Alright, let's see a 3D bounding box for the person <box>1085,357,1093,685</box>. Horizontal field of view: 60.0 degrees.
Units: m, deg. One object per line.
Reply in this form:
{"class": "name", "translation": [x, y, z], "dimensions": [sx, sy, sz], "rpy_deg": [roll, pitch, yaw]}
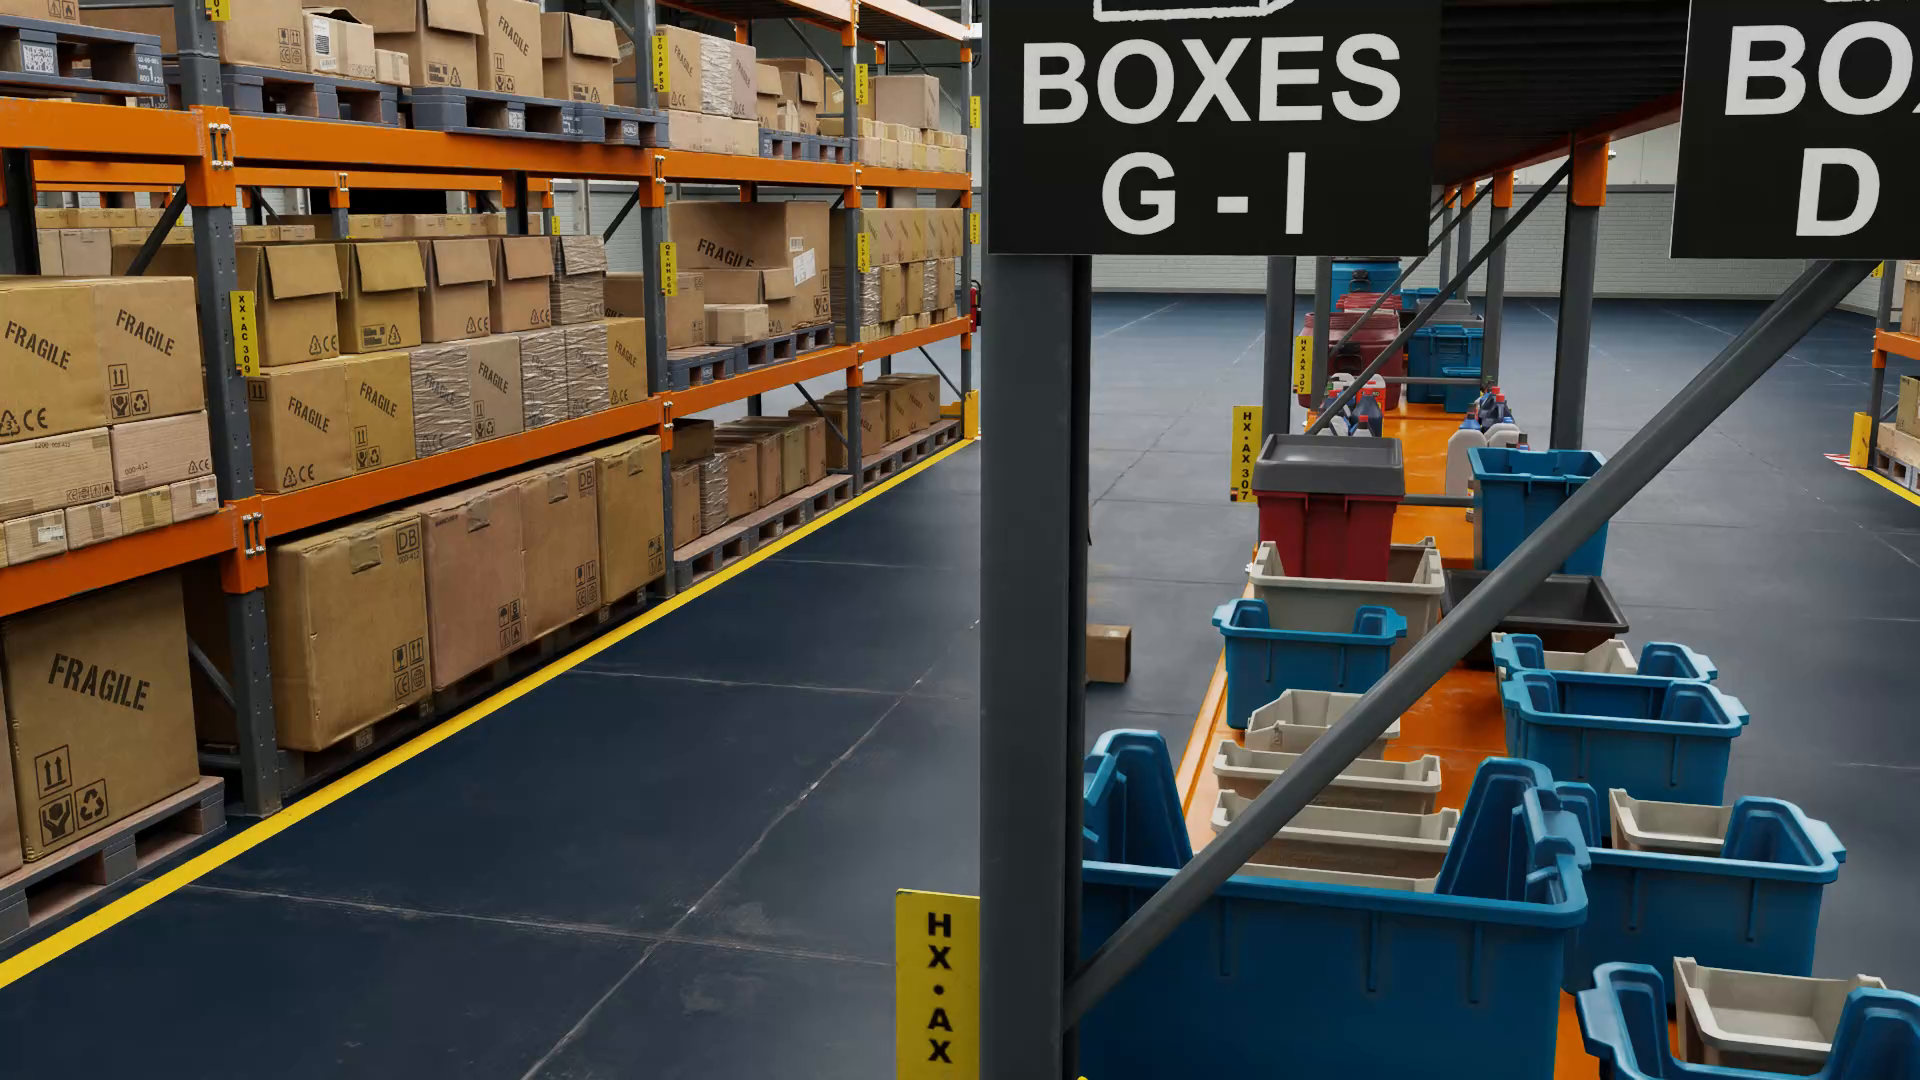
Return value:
{"class": "person", "translation": [0.524, -0.153, 8.752], "dimensions": [0.427, 1.773, 0.631], "rpy_deg": [2, 12, 12]}
